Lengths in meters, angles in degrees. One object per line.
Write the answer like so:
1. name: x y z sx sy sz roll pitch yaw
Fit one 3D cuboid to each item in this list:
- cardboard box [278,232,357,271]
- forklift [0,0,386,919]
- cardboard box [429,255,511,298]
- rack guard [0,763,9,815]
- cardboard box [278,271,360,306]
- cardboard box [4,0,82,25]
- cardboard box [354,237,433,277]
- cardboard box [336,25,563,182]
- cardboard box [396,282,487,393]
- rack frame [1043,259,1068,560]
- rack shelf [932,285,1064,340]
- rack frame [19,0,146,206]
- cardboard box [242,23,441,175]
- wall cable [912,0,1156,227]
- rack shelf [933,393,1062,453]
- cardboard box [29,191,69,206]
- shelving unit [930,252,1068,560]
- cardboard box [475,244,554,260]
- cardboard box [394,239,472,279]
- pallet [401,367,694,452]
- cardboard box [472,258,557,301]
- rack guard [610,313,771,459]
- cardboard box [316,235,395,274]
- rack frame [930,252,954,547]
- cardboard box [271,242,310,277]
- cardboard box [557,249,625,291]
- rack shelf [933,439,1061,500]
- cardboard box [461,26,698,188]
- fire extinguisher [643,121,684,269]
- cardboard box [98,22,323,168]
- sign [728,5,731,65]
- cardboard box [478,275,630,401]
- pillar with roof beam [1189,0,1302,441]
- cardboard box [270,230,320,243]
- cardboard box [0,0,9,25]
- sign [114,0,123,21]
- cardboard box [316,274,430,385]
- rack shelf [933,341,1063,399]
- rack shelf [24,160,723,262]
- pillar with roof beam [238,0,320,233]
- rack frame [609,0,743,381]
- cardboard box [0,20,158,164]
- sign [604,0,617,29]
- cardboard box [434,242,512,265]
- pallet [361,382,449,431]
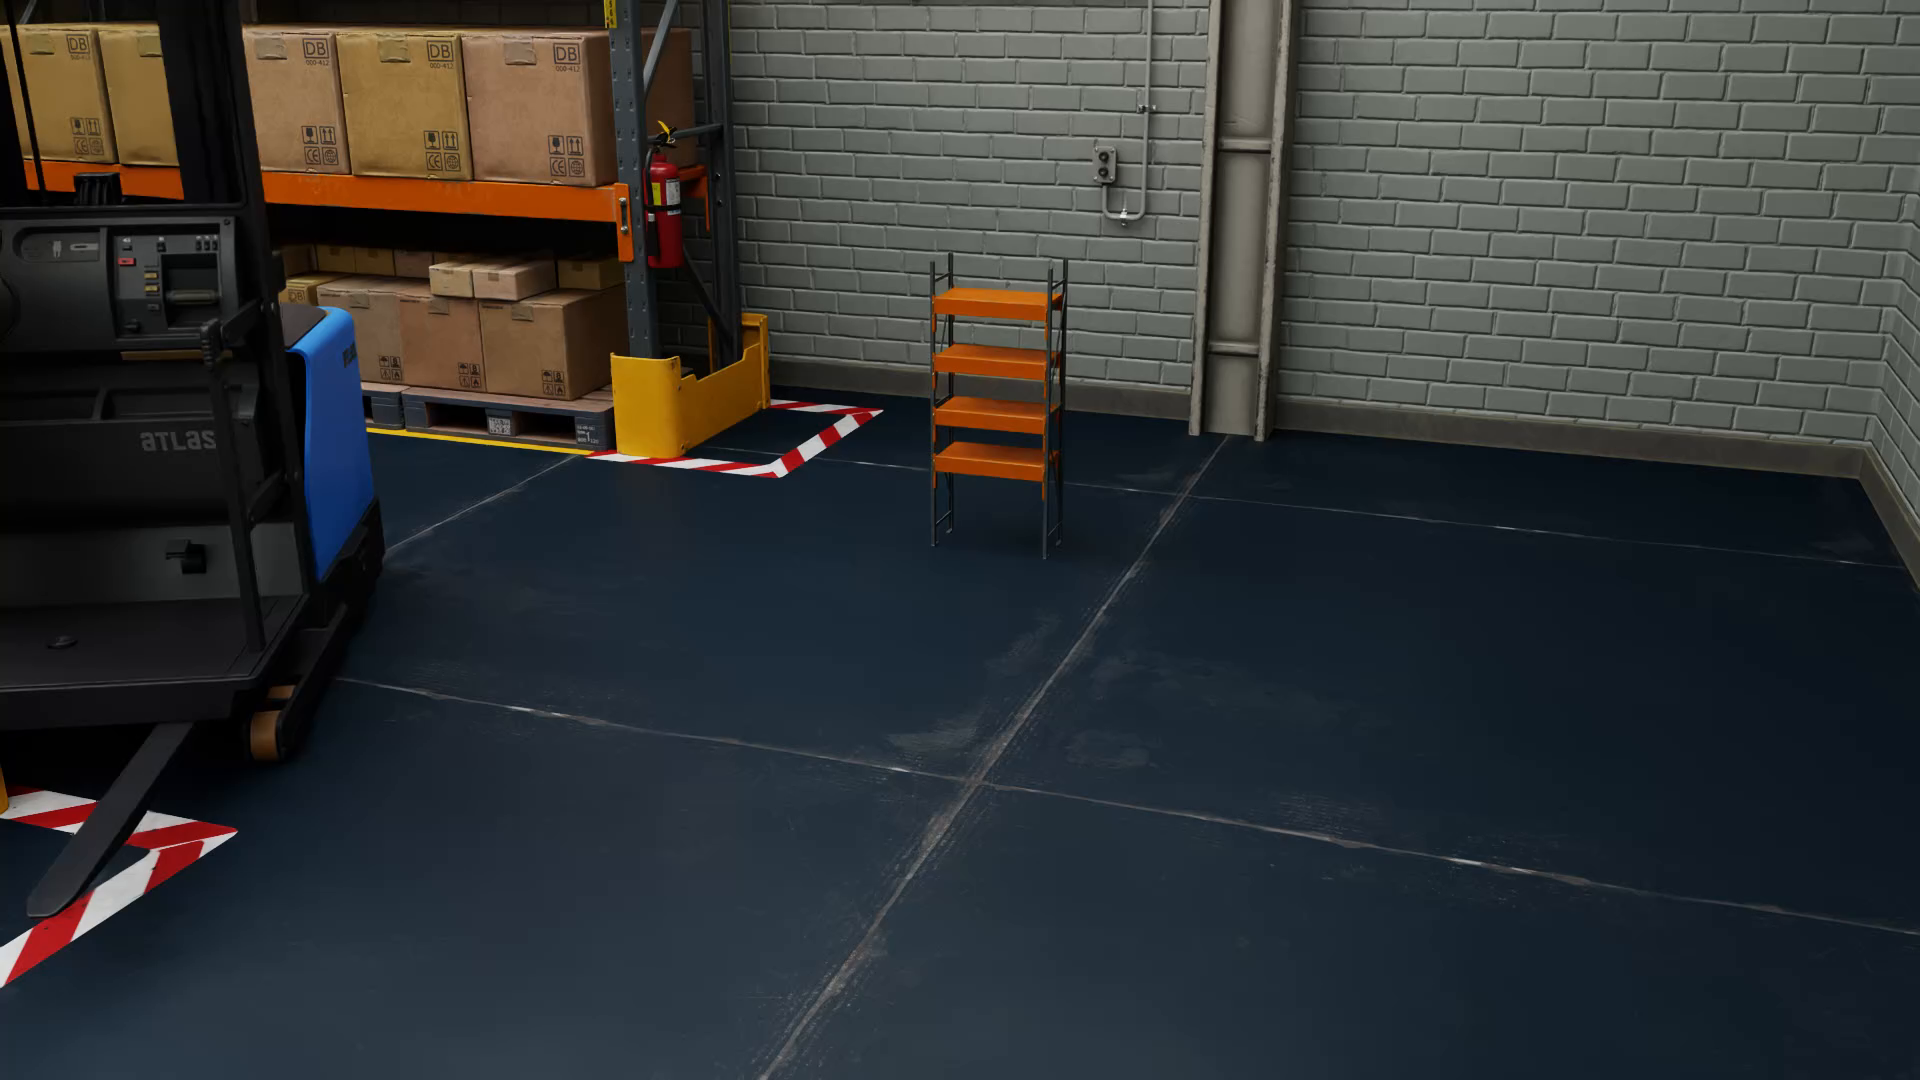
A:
1. cardboard box: -3.600 -1.622 9.347 0.250 0.149 0.380 7 20 19
2. forklift: -2.648 -0.776 4.850 1.130 2.935 3.031 -3 19 -7
3. cardboard box: -2.525 -1.367 8.614 0.250 0.149 0.380 7 20 20
4. rack guard: -3.102 0.700 4.310 0.348 0.500 1.175 7 20 18
5. cardboard box: -3.556 -1.239 9.234 0.500 0.500 0.700 7 20 19
6. cardboard box: -5.535 -3.127 9.717 0.500 0.250 0.500 7 20 20
7. cardboard box: -3.116 -1.567 9.189 0.250 0.149 0.380 7 20 19
8. cardboard box: -2.584 -2.282 8.610 0.700 0.700 0.980 6 20 18
9. cardboard box: -2.575 -1.130 8.920 0.500 0.500 0.700 6 20 18
10. rack frame: 0.387 -0.522 6.752 0.015 1.200 0.240 7 20 18
11. rack shelf: 0.156 -0.920 6.698 0.480 0.148 0.258 7 20 18
12. rack frame: -5.186 -2.445 9.534 0.127 3.000 1.000 7 20 18
13. cardboard box: -3.301 -2.367 8.854 0.700 0.700 0.980 6 20 15
14. wall cable: 0.112 -2.649 8.574 1.851 1.984 0.084 7 20 18
15. rack shelf: 0.156 -0.485 6.850 0.480 0.148 0.258 7 20 18
16. cardboard box: -5.843 -1.658 9.904 0.750 0.750 0.750 7 20 19
17. shelving unit: 0.156 -0.549 6.827 0.503 1.200 0.258 7 20 18
18. cardboard box: -2.397 -1.485 8.954 0.250 0.149 0.380 7 20 18
19. cardboard box: -2.874 -1.540 9.110 0.250 0.149 0.380 7 20 19
20. pallet: -2.189 -0.758 8.932 1.213 0.211 1.003 7 20 18
21. cardboard box: -2.283 -1.339 8.535 0.250 0.149 0.380 6 20 17
22. rack guard: -1.385 -0.830 8.699 0.348 0.500 1.175 7 20 18
23. cardboard box: -3.355 -1.595 9.268 0.250 0.149 0.380 6 20 17
24. rack frame: -0.074 -0.575 6.903 0.015 1.200 0.240 7 20 18
25. cardboard box: -3.757 -1.507 9.016 0.250 0.149 0.380 6 20 17
26. cardboard box: -1.918 -1.431 8.798 0.250 0.149 0.380 7 20 18
27. rack shelf: 0.156 -0.298 6.915 0.480 0.148 0.258 7 20 18
28. cardboard box: -1.893 -2.207 8.394 0.700 0.700 0.980 7 21 21
29. fire extinguisher: -1.417 -1.641 7.910 0.183 0.674 0.296 7 20 18
30. cardboard box: -3.992 -2.443 9.071 0.700 0.700 0.980 6 20 17
31. sign: -1.220 -2.631 8.632 0.005 0.325 0.100 7 20 18
32. cardboard box: -2.102 -1.076 8.765 0.500 0.500 0.700 7 20 18
33. pillar with roof beam: 0.014 -3.485 3.402 0.400 9.000 9.100 7 20 18
34. cardboard box: -3.838 -1.650 9.426 0.250 0.149 0.380 6 20 16
35. cardboard box: -5.712 -2.967 9.259 0.500 0.250 0.500 7 20 19
36. sign: -5.006 -3.064 9.874 0.005 0.325 0.100 7 20 18
37. cardboard box: -3.050 -1.184 9.075 0.500 0.500 0.700 6 20 16
38. rack shelf: 0.156 -0.696 6.776 0.480 0.148 0.258 7 20 18
39. rack shelf: -3.297 -1.890 9.033 4.000 0.370 1.077 7 20 18
40. pillar with roof beam: -5.654 -4.133 5.261 0.400 9.000 9.100 7 20 18
41. rack frame: -1.408 -2.013 8.295 0.127 3.000 1.000 7 20 18
42. cardboard box: -4.679 -2.523 9.302 0.700 0.700 0.980 7 20 19
43. sign: -1.599 -2.505 7.585 0.005 0.325 0.100 7 20 18
44. cardboard box: -2.633 -1.512 9.032 0.250 0.149 0.380 7 20 19
45. pallet: -3.337 -0.891 9.311 1.213 0.211 1.003 7 20 18
